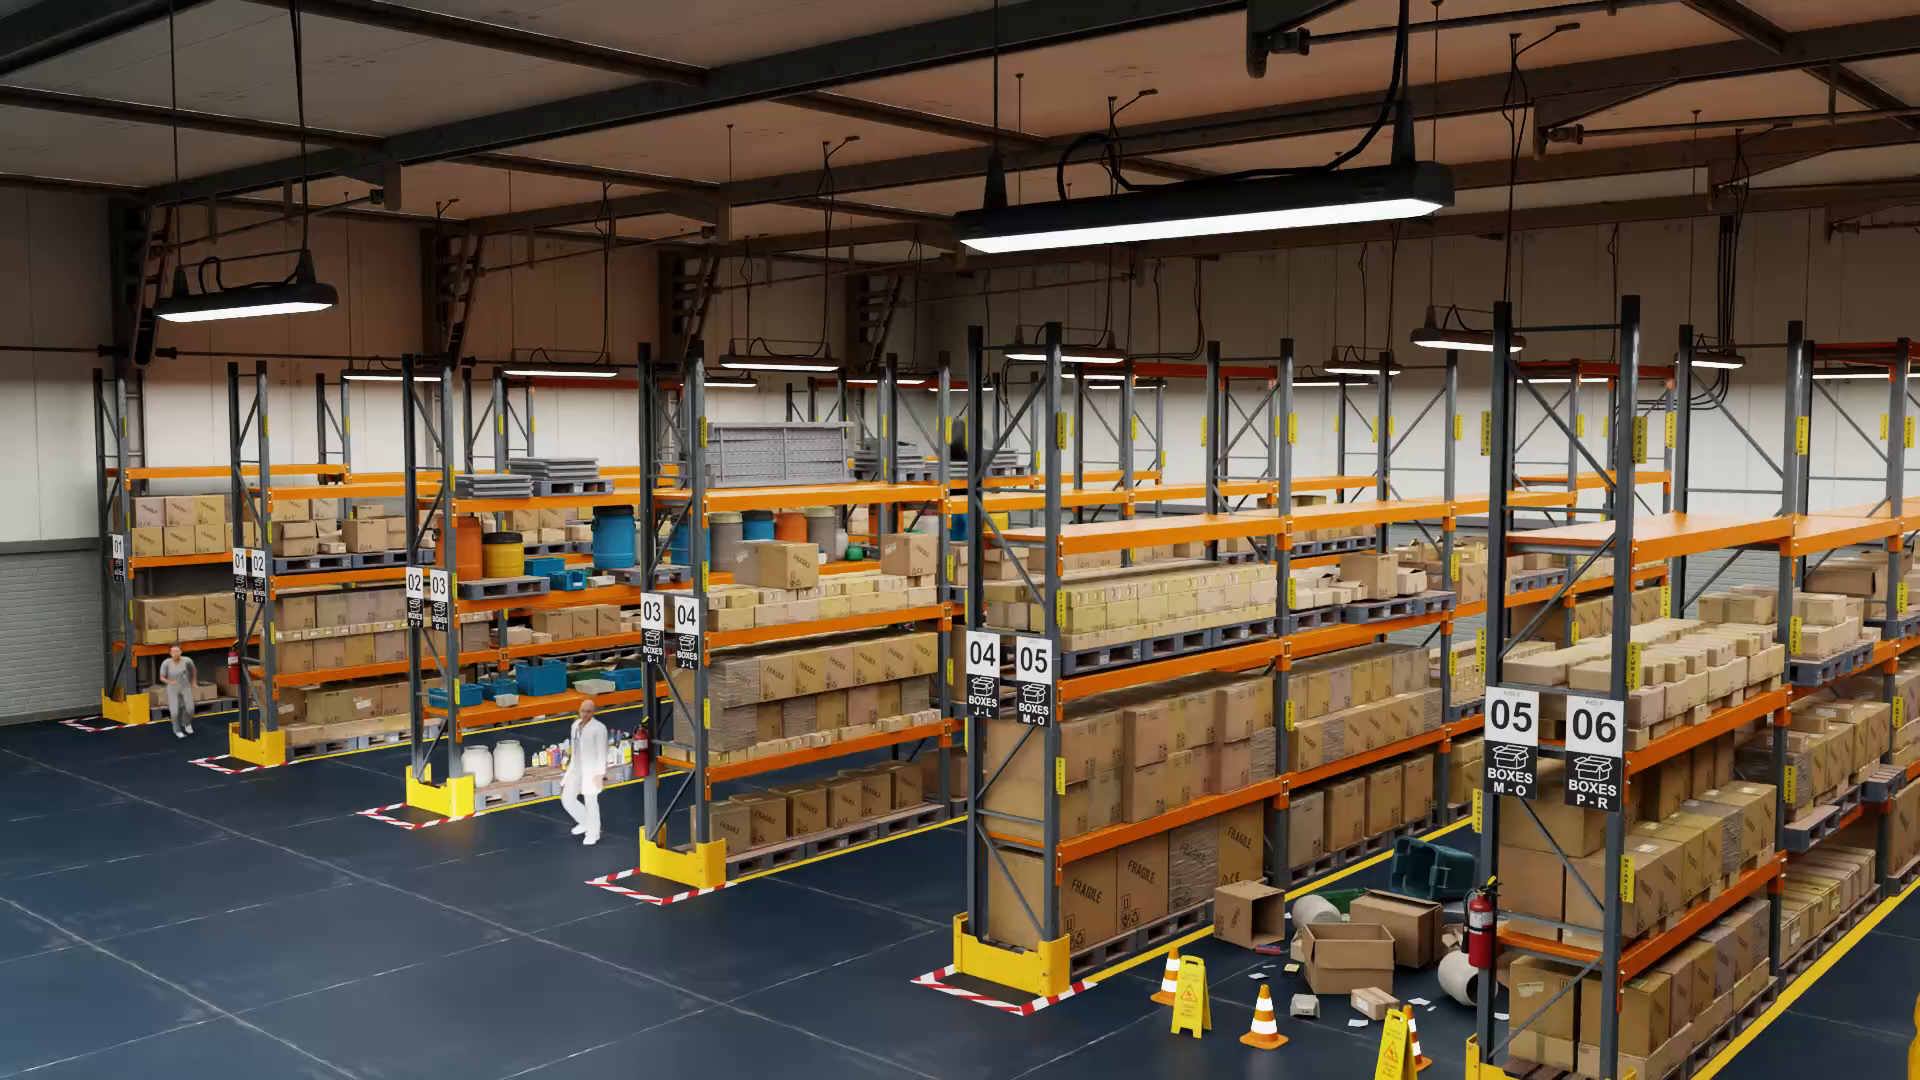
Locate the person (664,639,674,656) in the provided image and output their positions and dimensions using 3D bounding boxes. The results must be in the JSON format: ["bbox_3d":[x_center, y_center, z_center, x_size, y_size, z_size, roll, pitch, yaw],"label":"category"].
[{"bbox_3d":[-5.899,1.935,32.943,0.522,1.691,0.795,3,5,32],"label":"person"}]

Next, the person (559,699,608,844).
[{"bbox_3d":[-4.515,2.791,20.045,0.666,1.768,0.517,2,5,26],"label":"person"}]

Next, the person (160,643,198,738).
[{"bbox_3d":[-12.552,2.425,26.737,0.563,1.568,0.782,-2,5,-29],"label":"person"}]
